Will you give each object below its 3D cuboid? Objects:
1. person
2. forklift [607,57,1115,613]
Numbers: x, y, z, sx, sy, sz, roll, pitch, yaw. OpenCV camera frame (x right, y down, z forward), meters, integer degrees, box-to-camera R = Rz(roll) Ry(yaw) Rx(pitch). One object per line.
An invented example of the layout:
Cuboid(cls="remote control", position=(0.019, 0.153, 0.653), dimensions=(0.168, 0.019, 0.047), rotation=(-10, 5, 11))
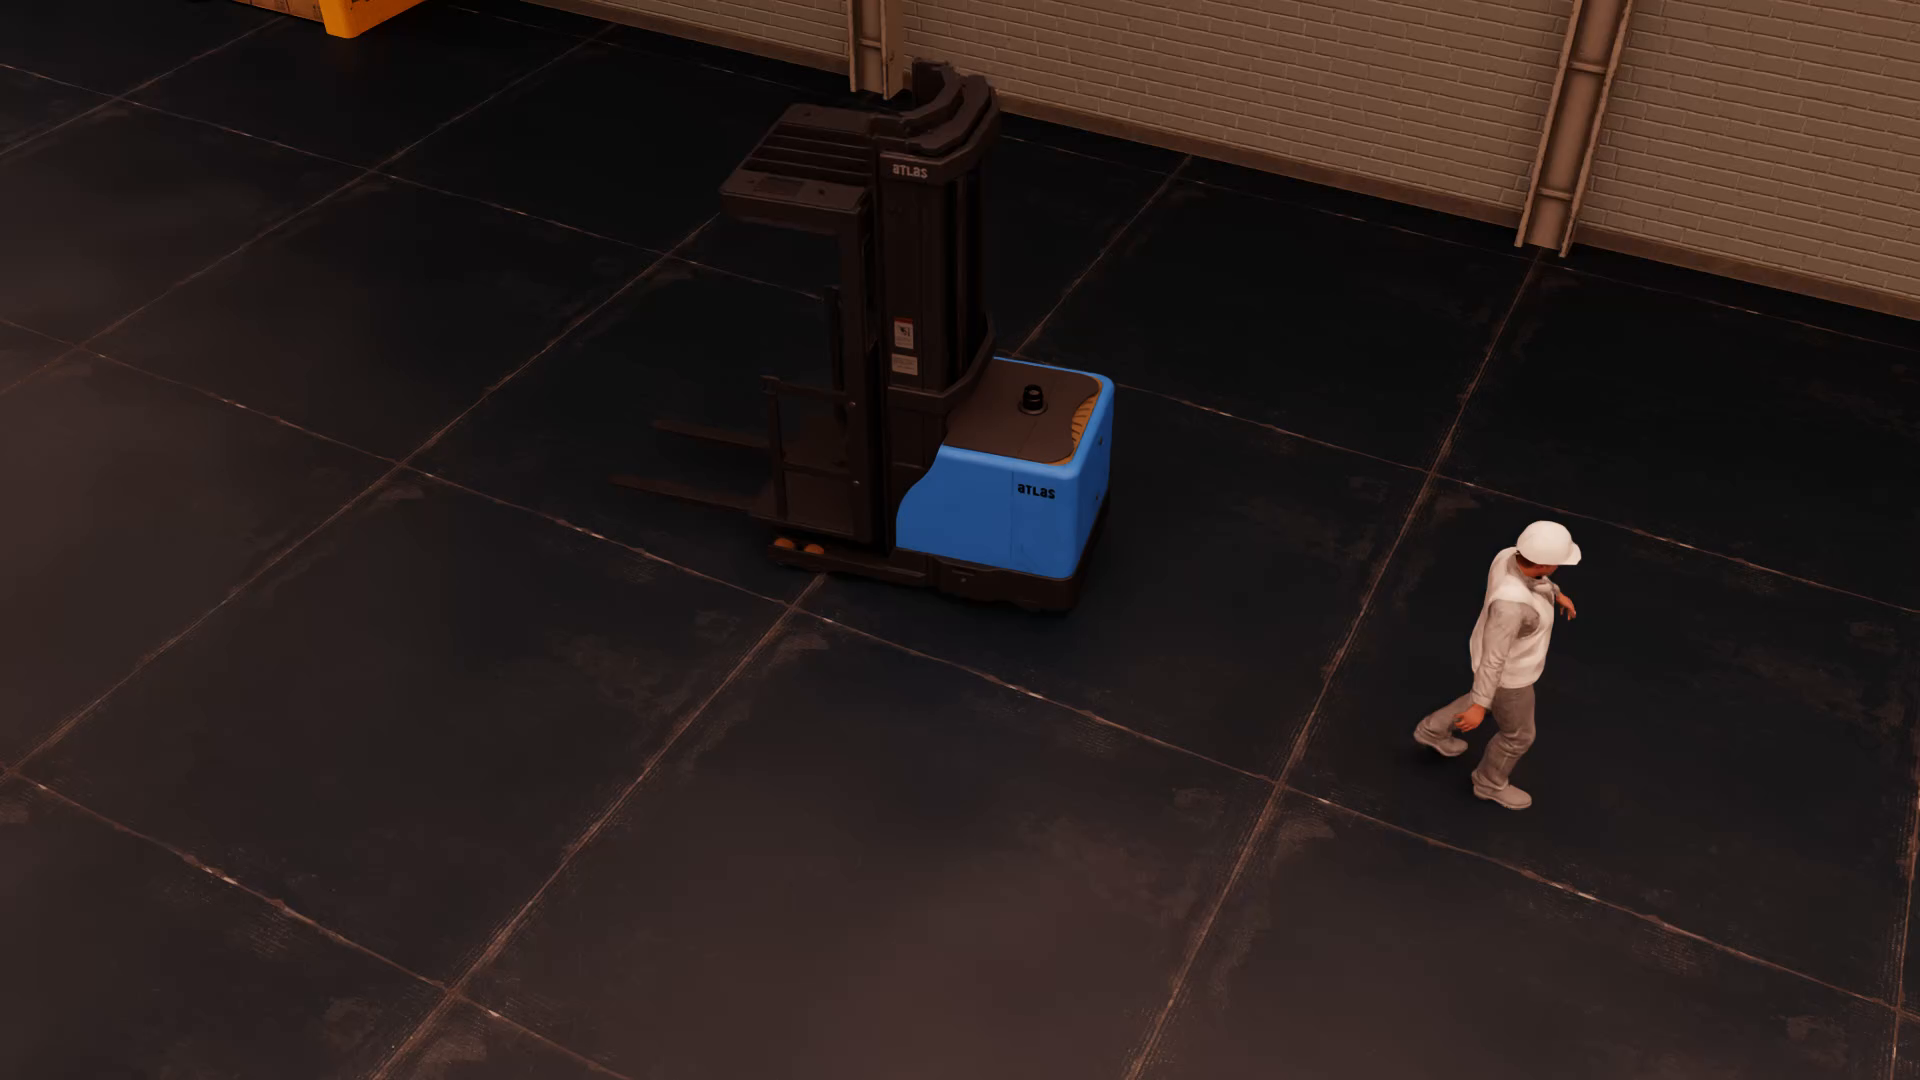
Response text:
Cuboid(cls="person", position=(2.699, 0.602, 8.191), dimensions=(0.670, 1.754, 0.841), rotation=(8, 41, 9))
Cuboid(cls="forklift", position=(-0.656, -1.243, 9.463), dimensions=(3.031, 2.935, 1.130), rotation=(11, 41, 13))
